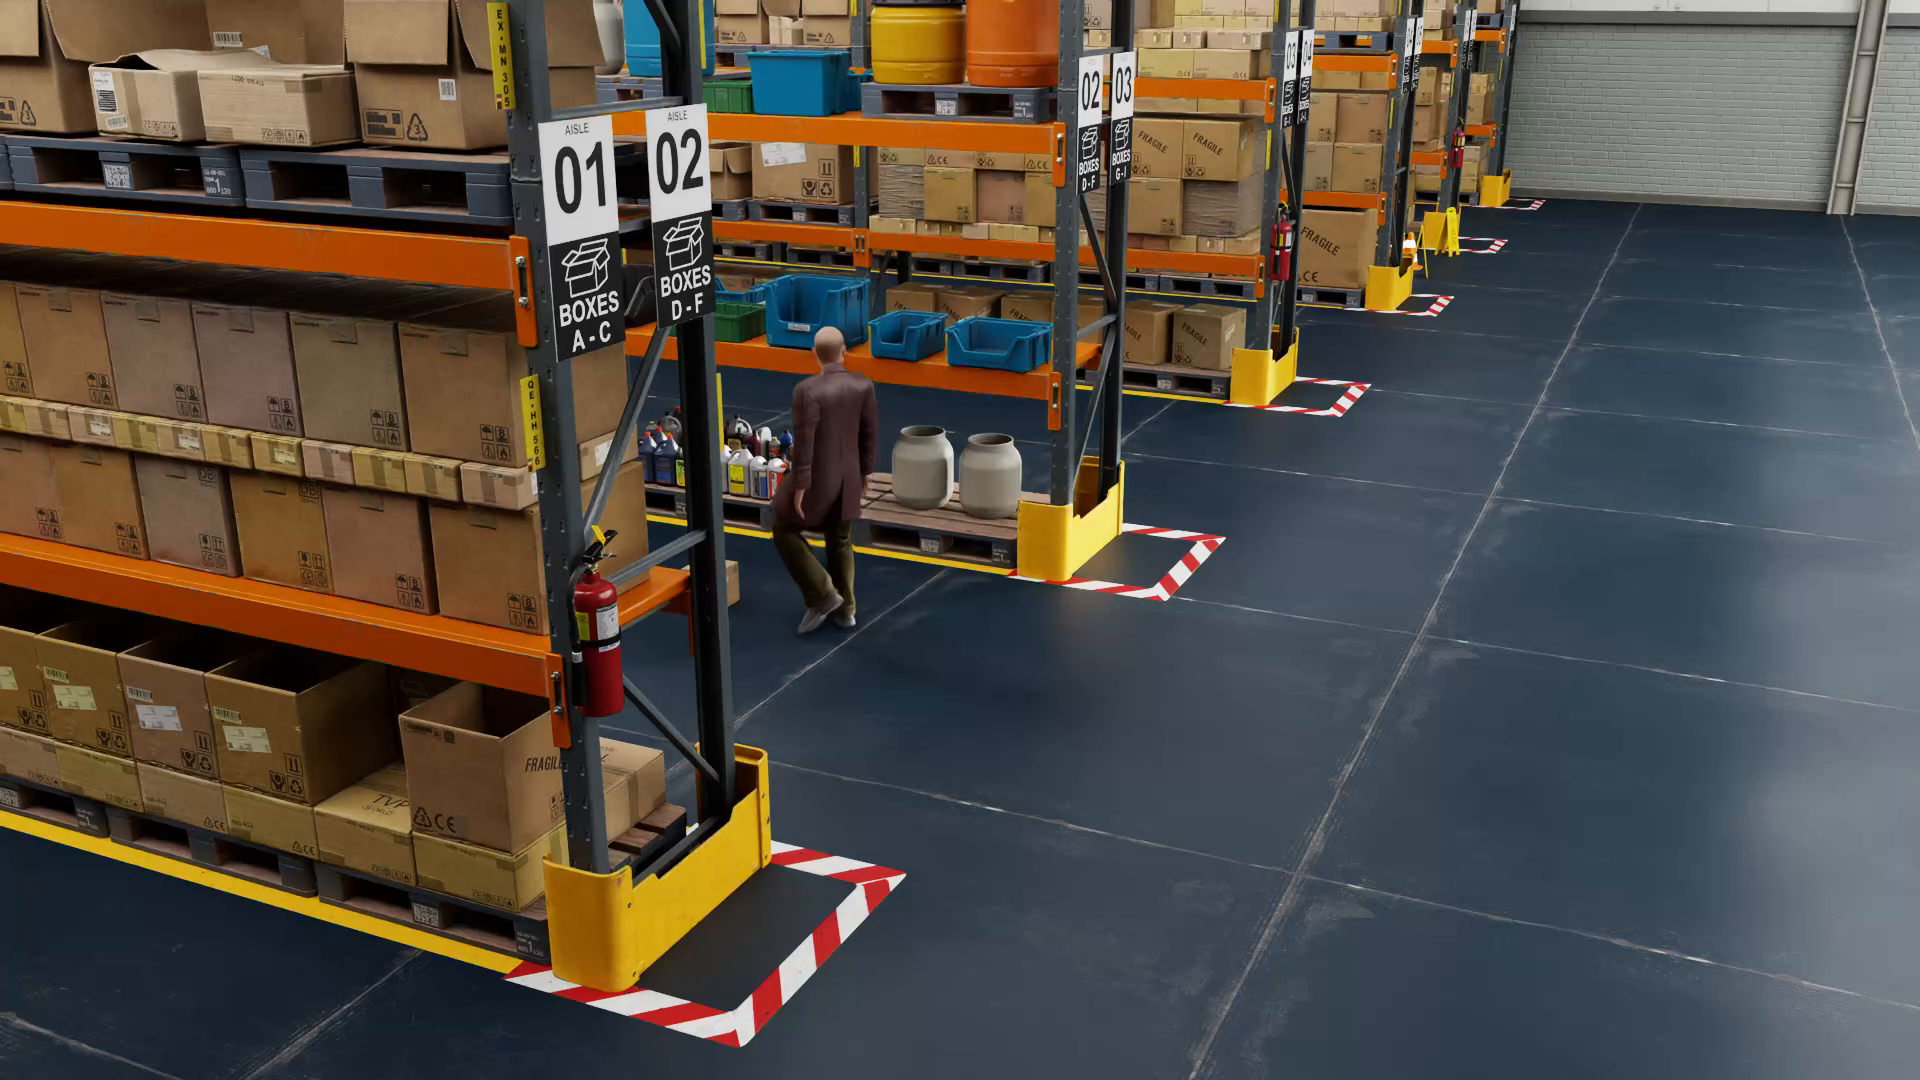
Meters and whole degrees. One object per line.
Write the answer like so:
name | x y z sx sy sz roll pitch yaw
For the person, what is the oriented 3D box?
person | -0.778 -0.337 9.545 0.617 1.794 0.456 -15 24 -37
